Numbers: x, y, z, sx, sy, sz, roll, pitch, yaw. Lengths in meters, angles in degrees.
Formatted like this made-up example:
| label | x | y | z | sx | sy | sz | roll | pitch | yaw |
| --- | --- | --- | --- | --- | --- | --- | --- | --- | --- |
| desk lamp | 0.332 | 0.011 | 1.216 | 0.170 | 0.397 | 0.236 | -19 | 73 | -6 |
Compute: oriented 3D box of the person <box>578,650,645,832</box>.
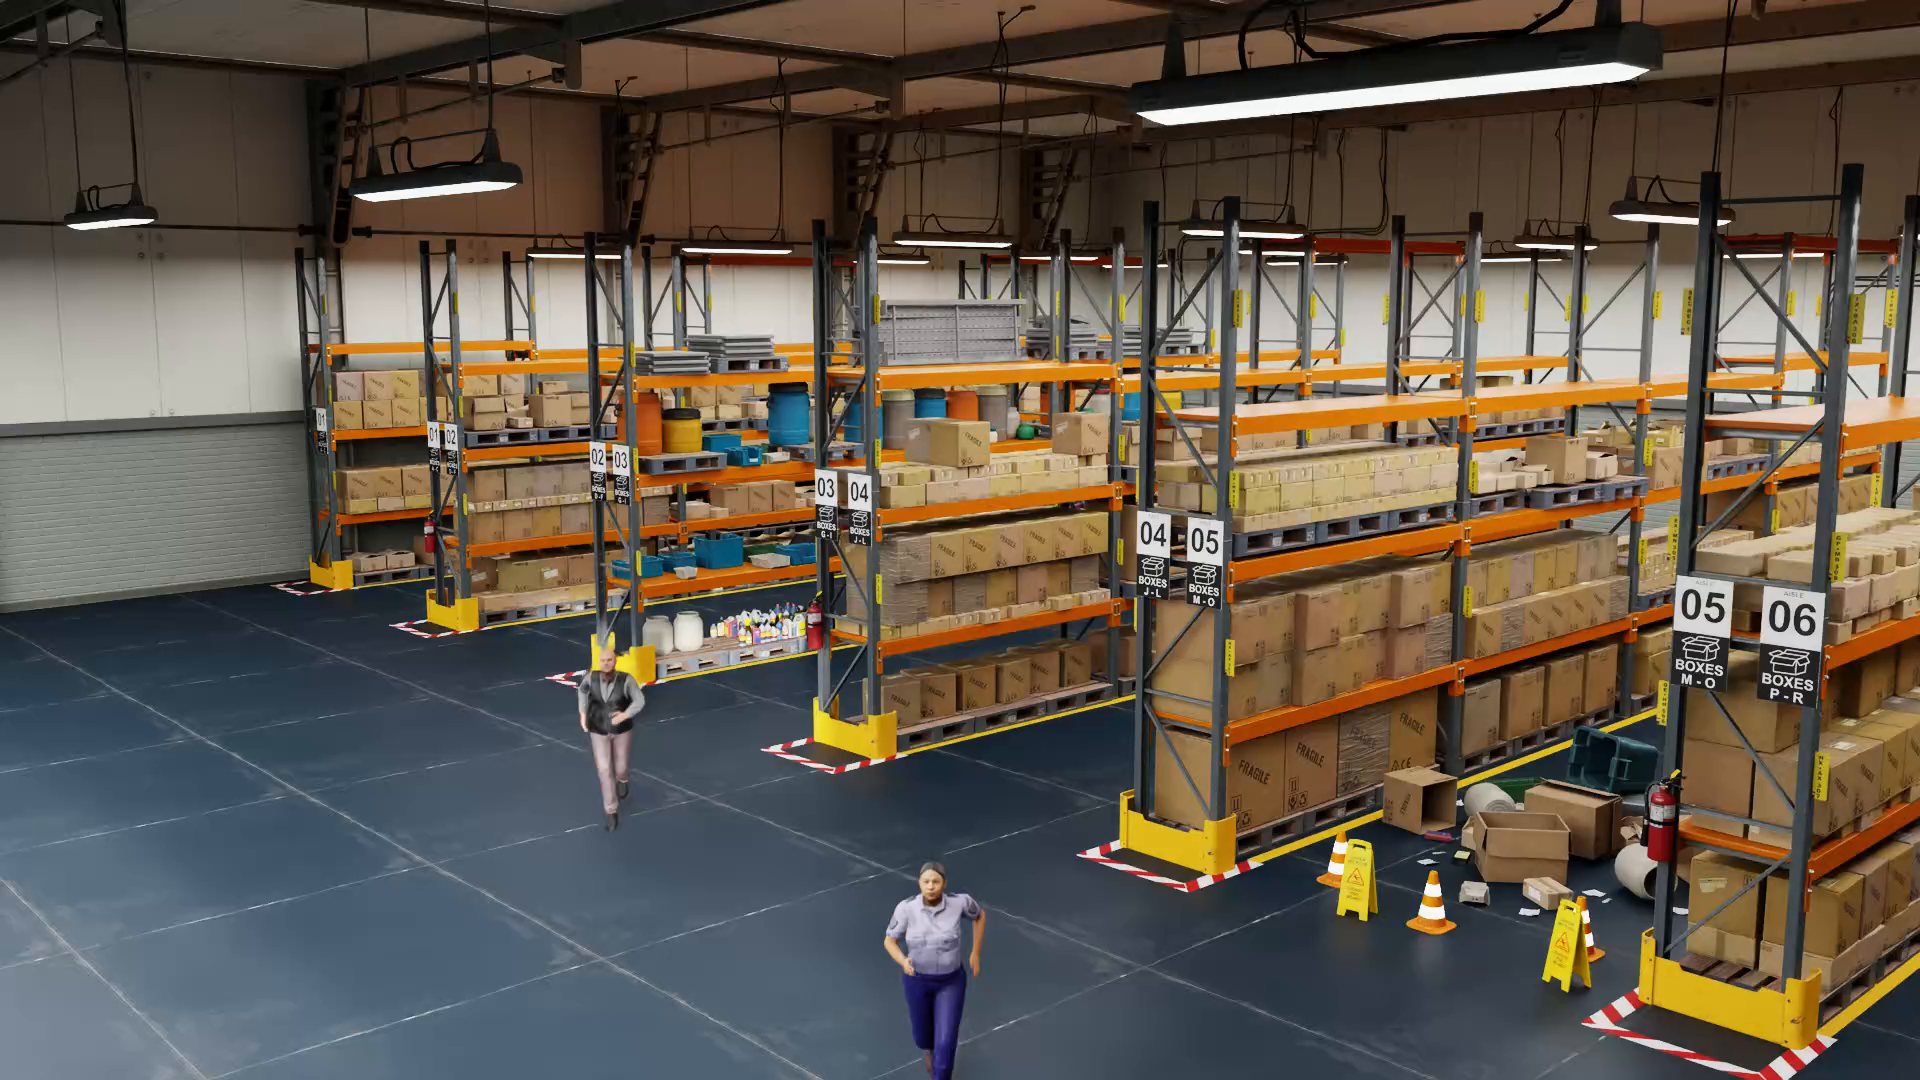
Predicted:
| label | x | y | z | sx | sy | sz | roll | pitch | yaw |
| --- | --- | --- | --- | --- | --- | --- | --- | --- | --- |
| person | -3.454 | 1.913 | 16.501 | 0.678 | 1.722 | 1.010 | -1 | 8 | -4 |

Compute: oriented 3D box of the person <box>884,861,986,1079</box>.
| label | x | y | z | sx | sy | sz | roll | pitch | yaw |
| --- | --- | --- | --- | --- | --- | --- | --- | --- | --- |
| person | -0.157 | 2.843 | 10.600 | 0.636 | 1.694 | 0.894 | 0 | 8 | 3 |
